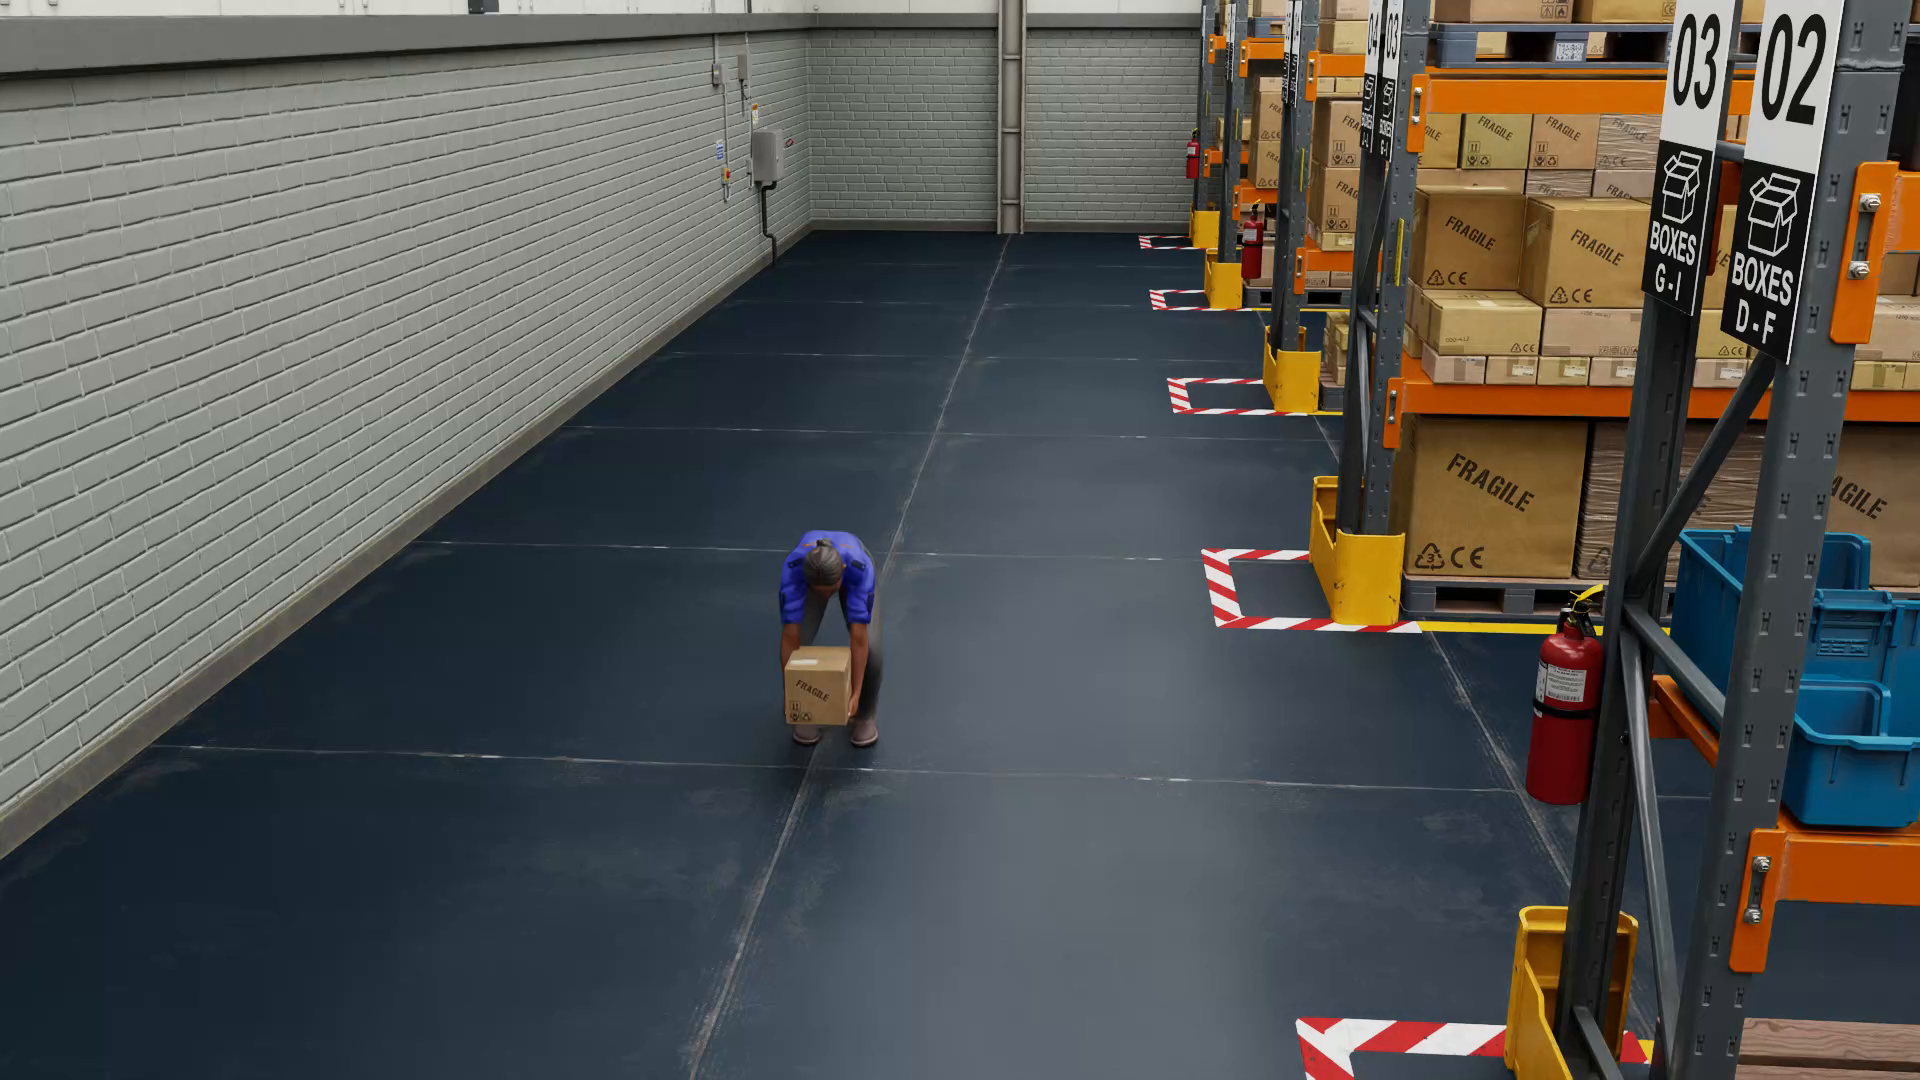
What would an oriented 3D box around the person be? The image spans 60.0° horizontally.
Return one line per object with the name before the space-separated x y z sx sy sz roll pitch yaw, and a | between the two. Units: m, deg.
person | -0.562 0.427 7.202 0.455 1.064 0.857 0 18 1
